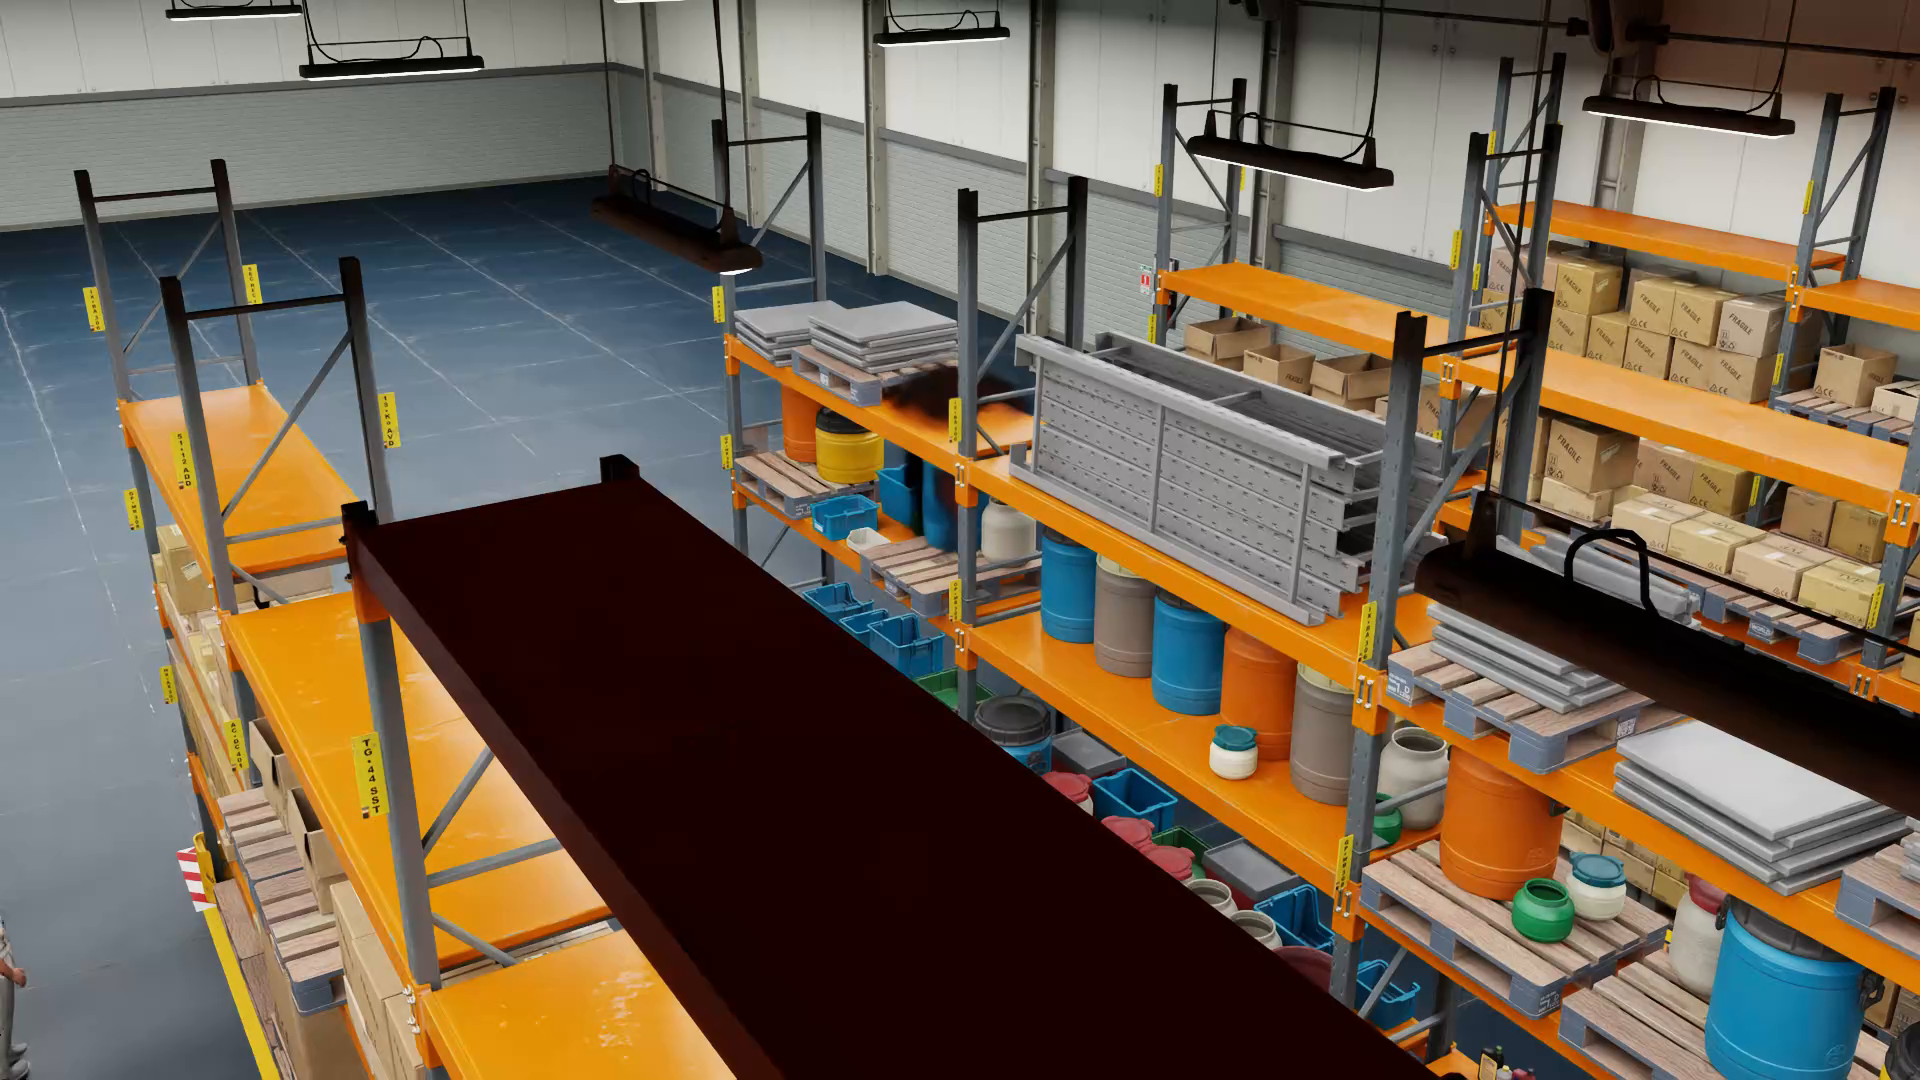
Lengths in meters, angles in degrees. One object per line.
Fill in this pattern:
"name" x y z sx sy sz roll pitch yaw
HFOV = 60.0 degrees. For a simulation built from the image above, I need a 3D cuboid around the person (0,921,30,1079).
"person" -6.782 2.994 11.587 0.556 1.792 0.523 7 23 16
